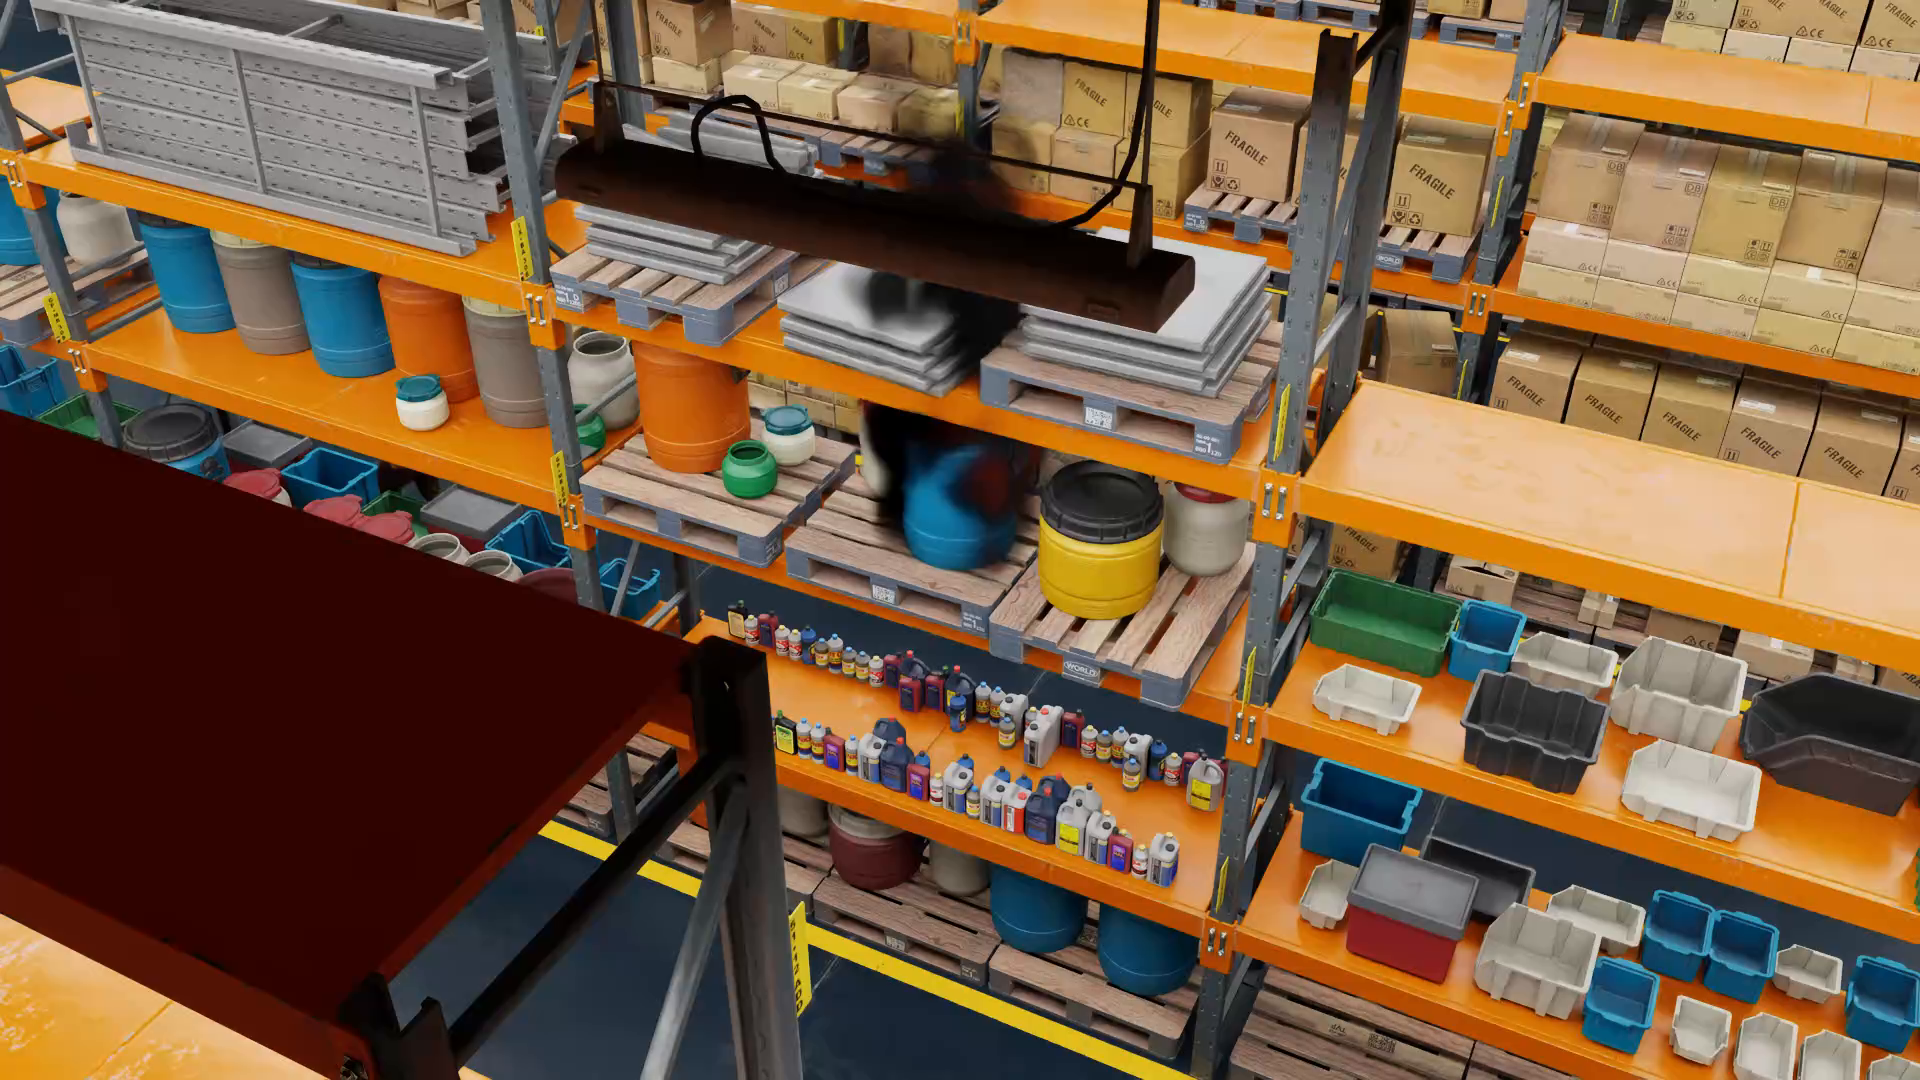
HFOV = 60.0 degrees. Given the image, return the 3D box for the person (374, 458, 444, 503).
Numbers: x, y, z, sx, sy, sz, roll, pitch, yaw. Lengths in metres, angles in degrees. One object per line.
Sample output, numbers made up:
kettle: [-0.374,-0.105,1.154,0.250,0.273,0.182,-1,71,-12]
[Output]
person: [-4.379,-0.673,13.301,0.863,1.843,0.684,17,38,22]

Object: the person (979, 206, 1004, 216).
person: [0.215,-2.478,15.873,0.947,1.747,0.678,16,38,21]
